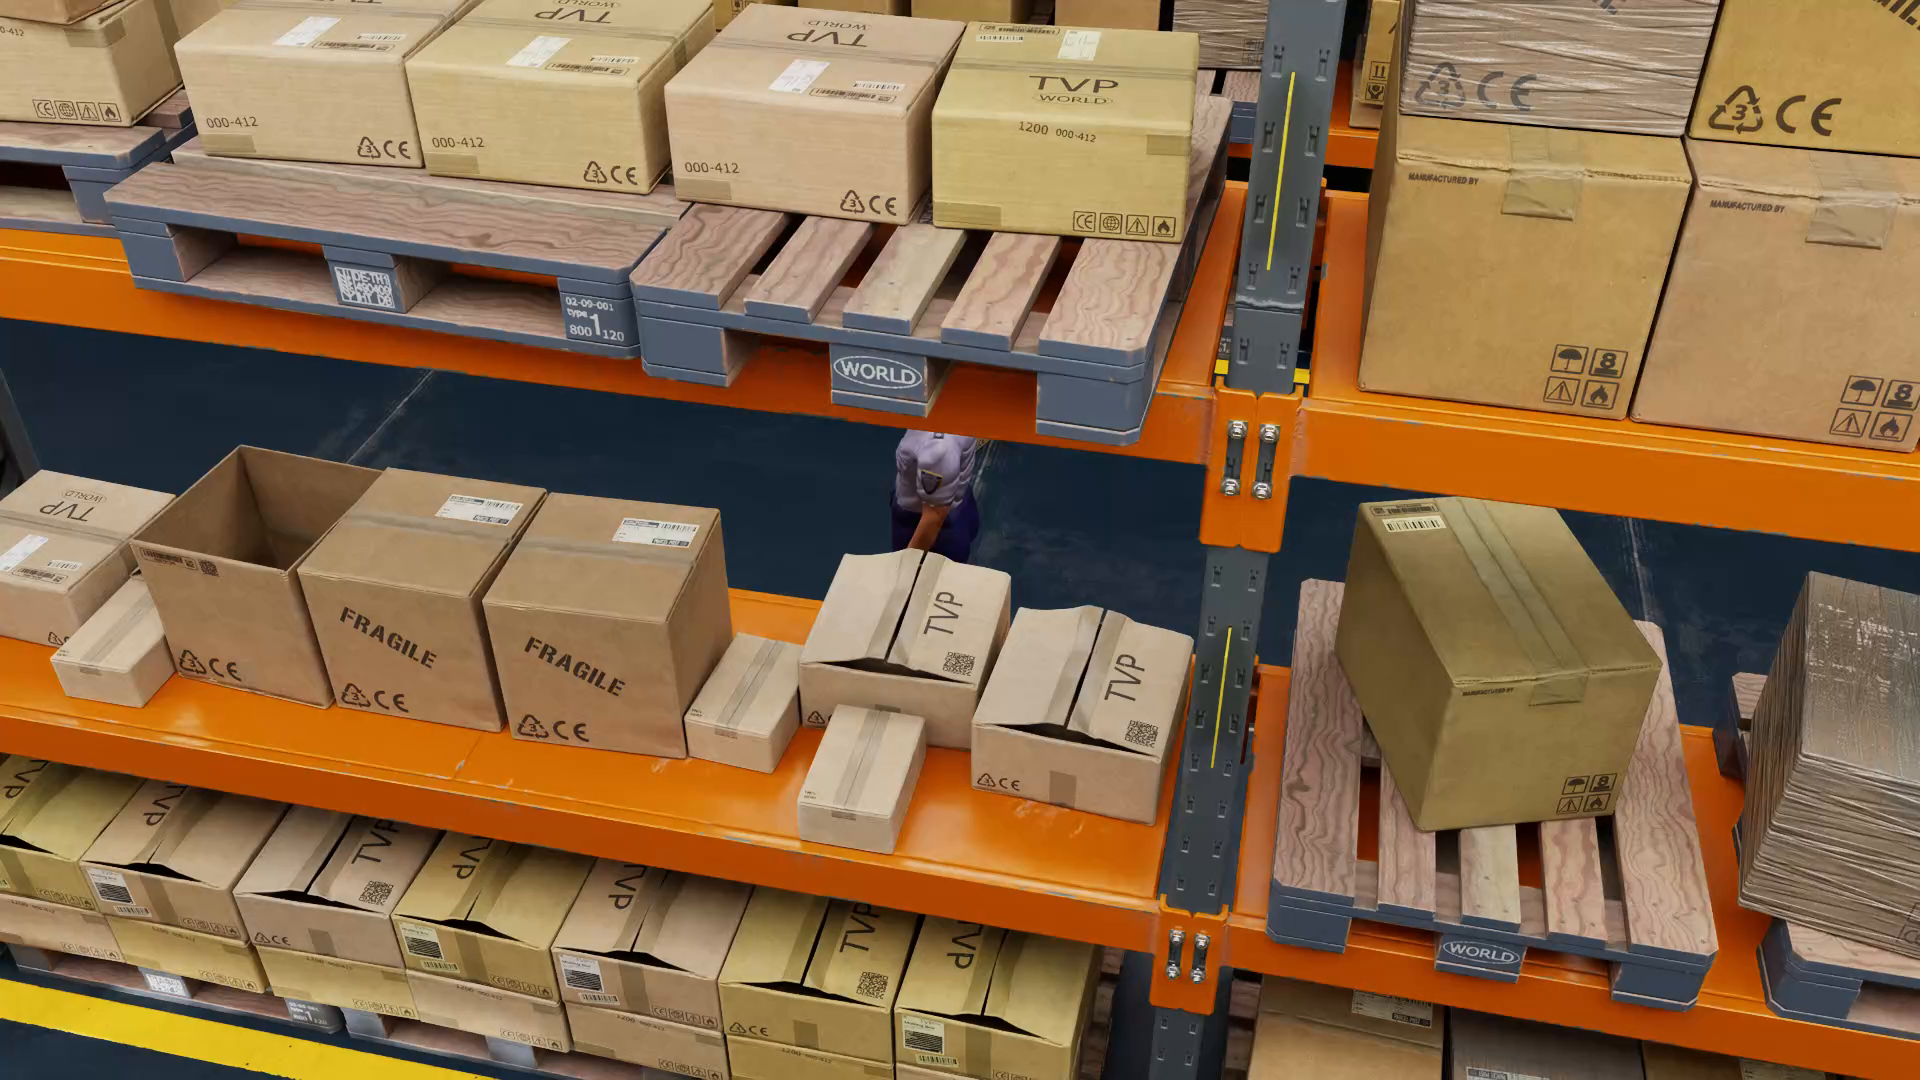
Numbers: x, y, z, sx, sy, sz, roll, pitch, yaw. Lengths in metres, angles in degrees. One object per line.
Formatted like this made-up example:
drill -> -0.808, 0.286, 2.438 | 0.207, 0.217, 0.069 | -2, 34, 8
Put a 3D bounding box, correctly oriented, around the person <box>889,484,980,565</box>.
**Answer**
person -> -0.177, 0.171, 6.432 | 0.500, 1.029, 0.525 | 7, 37, 9
